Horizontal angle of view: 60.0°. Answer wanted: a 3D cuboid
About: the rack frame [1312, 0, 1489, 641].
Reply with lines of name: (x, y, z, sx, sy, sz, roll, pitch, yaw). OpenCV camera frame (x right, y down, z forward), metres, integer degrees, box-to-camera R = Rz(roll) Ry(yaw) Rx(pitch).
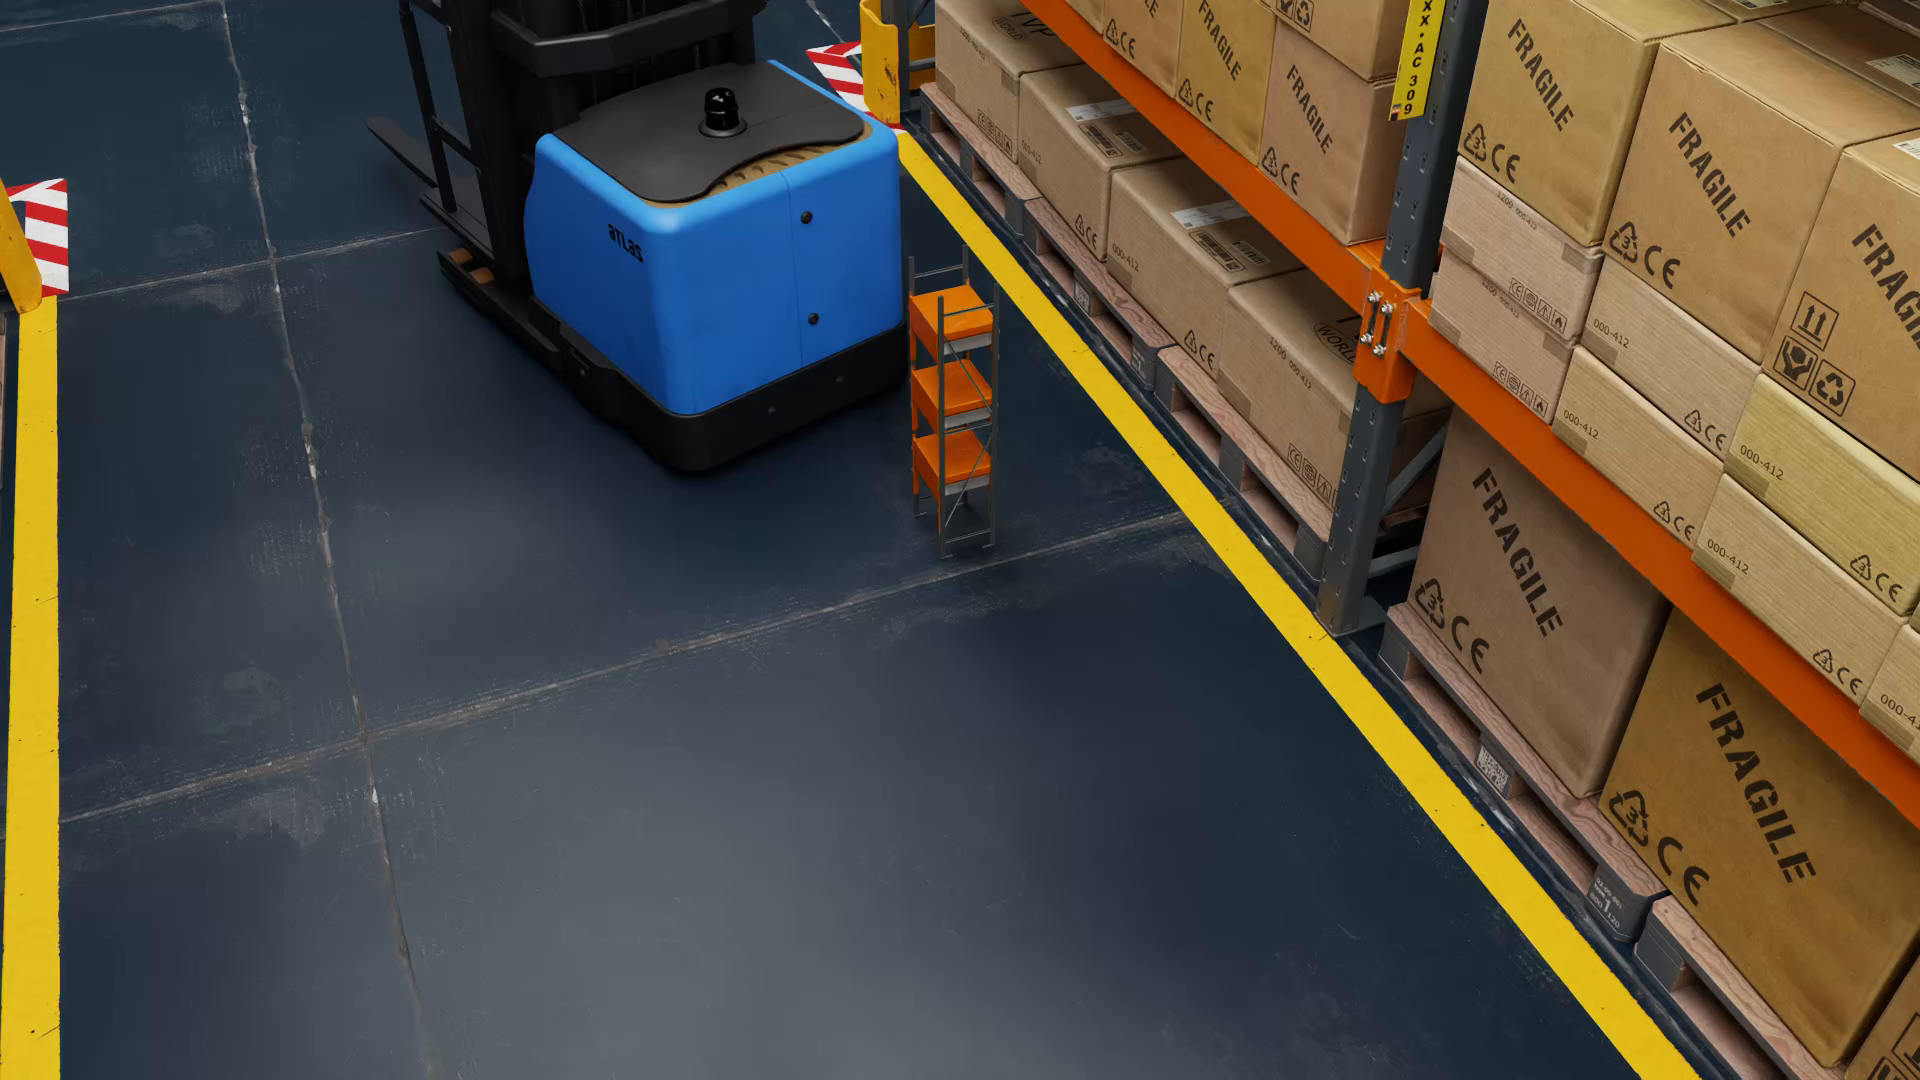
rack frame: (1.643, -0.975, 4.583, 1.000, 3.000, 0.127, -15, 43, -17)

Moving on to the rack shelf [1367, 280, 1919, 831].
rack shelf: (2.409, 0.502, 3.417, 1.077, 0.370, 4.000, -15, 43, -17)

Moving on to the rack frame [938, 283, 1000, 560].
rack frame: (0.026, -0.357, 5.360, 0.200, 1.050, 0.008, -15, 43, -17)

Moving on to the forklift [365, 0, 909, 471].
forklift: (-1.521, -2.252, 6.121, 1.130, 2.935, 3.031, -28, 48, -29)

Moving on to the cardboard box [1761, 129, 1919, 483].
cardboard box: (1.956, -0.453, 3.133, 0.500, 0.500, 0.500, -16, 43, -18)

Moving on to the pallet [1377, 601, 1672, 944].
pallet: (2.008, 0.528, 4.974, 1.003, 0.211, 1.213, -15, 43, -17)

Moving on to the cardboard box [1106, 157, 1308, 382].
cardboard box: (1.159, -1.107, 6.380, 0.875, 0.438, 0.875, -16, 43, -18)

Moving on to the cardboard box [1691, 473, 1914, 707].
cardboard box: (1.949, 0.037, 3.522, 0.500, 0.250, 0.500, -15, 43, -17)

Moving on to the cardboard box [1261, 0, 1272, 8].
cardboard box: (1.021, -1.915, 4.833, 0.500, 0.500, 0.500, -16, 43, -17)

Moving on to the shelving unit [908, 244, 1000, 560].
shelving unit: (-0.020, -0.430, 5.445, 0.215, 1.050, 0.252, -15, 43, -17)

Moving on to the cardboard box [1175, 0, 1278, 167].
cardboard box: (1.028, -1.537, 5.160, 0.500, 0.500, 0.500, -16, 43, -18)

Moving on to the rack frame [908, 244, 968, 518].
rack frame: (-0.067, -0.504, 5.531, 0.200, 1.050, 0.008, -15, 43, -17)

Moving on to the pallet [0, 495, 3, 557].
pallet: (-3.652, 0.246, 5.302, 1.003, 0.211, 1.213, -15, 43, -17)

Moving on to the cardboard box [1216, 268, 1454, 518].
cardboard box: (1.502, -0.568, 5.753, 0.875, 0.438, 0.875, -16, 43, -17)

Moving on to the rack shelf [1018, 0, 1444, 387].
rack shelf: (0.878, -1.907, 6.219, 1.077, 0.370, 4.000, -15, 43, -17)

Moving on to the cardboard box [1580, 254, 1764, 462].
cardboard box: (1.777, -0.465, 3.722, 0.500, 0.250, 0.500, -14, 43, -16)

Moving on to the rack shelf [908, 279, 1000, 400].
rack shelf: (-0.020, -0.637, 5.267, 0.215, 0.259, 0.240, -15, 43, -17)

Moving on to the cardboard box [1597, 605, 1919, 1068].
cardboard box: (2.307, 0.567, 4.098, 0.875, 0.875, 0.875, -14, 43, -16)

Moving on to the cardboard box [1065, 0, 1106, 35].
cardboard box: (0.636, -2.156, 5.879, 0.500, 0.500, 0.500, -14, 43, -15)

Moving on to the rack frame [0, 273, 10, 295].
rack frame: (-4.422, -2.089, 5.879, 1.000, 3.000, 0.127, -15, 43, -17)

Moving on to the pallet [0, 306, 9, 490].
pallet: (-4.114, -0.488, 6.155, 1.003, 0.211, 1.213, -15, 43, -17)

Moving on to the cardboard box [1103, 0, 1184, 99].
cardboard box: (0.822, -1.836, 5.508, 0.500, 0.500, 0.500, -16, 43, -17)

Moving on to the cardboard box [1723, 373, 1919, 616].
cardboard box: (1.945, -0.155, 3.361, 0.500, 0.250, 0.500, -15, 43, -16)

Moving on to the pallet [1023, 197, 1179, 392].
pallet: (0.954, -1.131, 6.904, 1.003, 0.211, 1.213, -15, 43, -17)

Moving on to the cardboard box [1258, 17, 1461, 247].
cardboard box: (1.230, -1.229, 4.801, 0.500, 0.500, 0.500, -15, 43, -16)

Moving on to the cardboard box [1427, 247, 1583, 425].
cardboard box: (1.568, -0.587, 4.247, 0.500, 0.250, 0.500, -16, 43, -18)

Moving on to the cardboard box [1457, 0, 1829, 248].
cardboard box: (1.546, -1.055, 3.833, 0.500, 0.500, 0.500, -15, 43, -16)

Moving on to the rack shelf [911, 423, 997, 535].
rack shelf: (-0.020, -0.212, 5.633, 0.215, 0.259, 0.240, -15, 43, -17)

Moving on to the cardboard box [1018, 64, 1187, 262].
cardboard box: (0.816, -1.651, 7.012, 0.875, 0.438, 0.875, -14, 43, -16)

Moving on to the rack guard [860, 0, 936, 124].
rack guard: (0.104, -2.451, 8.217, 1.175, 0.500, 0.348, -15, 43, -17)

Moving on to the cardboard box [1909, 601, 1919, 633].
cardboard box: (2.141, 0.149, 3.007, 0.500, 0.250, 0.500, -16, 43, -18)

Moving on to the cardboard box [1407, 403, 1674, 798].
cardboard box: (1.955, 0.025, 4.728, 0.875, 0.875, 0.875, -14, 43, -16)

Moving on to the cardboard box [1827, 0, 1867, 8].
cardboard box: (2.046, -1.186, 3.985, 0.500, 0.500, 0.500, -14, 43, -15)

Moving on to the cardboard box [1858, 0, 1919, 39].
cardboard box: (2.251, -0.876, 3.624, 0.500, 0.500, 0.500, -14, 43, -16)

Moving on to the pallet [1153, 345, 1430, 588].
pallet: (1.425, -0.395, 6.048, 1.003, 0.211, 1.213, -15, 43, -17)

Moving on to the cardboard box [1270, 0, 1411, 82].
cardboard box: (1.208, -1.607, 4.475, 0.500, 0.500, 0.500, -15, 43, -17)

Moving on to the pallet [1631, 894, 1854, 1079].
pallet: (2.479, 1.264, 4.118, 1.003, 0.211, 1.213, -15, 43, -17)

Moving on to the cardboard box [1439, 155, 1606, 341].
cardboard box: (1.551, -0.772, 4.079, 0.500, 0.250, 0.500, -16, 43, -18)

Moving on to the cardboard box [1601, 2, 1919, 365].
cardboard box: (1.766, -0.756, 3.485, 0.500, 0.500, 0.500, -15, 43, -17)

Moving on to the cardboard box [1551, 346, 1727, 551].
cardboard box: (1.767, -0.276, 3.885, 0.500, 0.250, 0.500, -16, 43, -18)

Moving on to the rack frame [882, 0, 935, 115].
rack frame: (0.113, -3.385, 7.385, 1.000, 3.000, 0.127, -15, 43, -17)

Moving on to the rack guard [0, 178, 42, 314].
rack guard: (-4.393, -1.095, 6.640, 1.175, 0.500, 0.348, -15, 43, -17)

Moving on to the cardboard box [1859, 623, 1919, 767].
cardboard box: (2.131, 0.340, 3.169, 0.500, 0.250, 0.500, -16, 43, -18)

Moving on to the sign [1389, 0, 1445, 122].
sign: (1.131, -1.194, 4.113, 0.100, 0.325, 0.005, -15, 43, -17)

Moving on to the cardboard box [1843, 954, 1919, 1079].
cardboard box: (2.649, 1.106, 3.471, 0.875, 0.875, 0.875, -15, 43, -16)

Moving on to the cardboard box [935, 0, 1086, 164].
cardboard box: (0.458, -2.200, 7.651, 0.875, 0.438, 0.875, -17, 43, -18)

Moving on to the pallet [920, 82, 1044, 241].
pallet: (0.491, -1.865, 7.757, 1.003, 0.211, 1.213, -15, 43, -17)

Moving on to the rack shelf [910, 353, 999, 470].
rack shelf: (-0.020, -0.422, 5.452, 0.215, 0.259, 0.240, -15, 43, -17)
